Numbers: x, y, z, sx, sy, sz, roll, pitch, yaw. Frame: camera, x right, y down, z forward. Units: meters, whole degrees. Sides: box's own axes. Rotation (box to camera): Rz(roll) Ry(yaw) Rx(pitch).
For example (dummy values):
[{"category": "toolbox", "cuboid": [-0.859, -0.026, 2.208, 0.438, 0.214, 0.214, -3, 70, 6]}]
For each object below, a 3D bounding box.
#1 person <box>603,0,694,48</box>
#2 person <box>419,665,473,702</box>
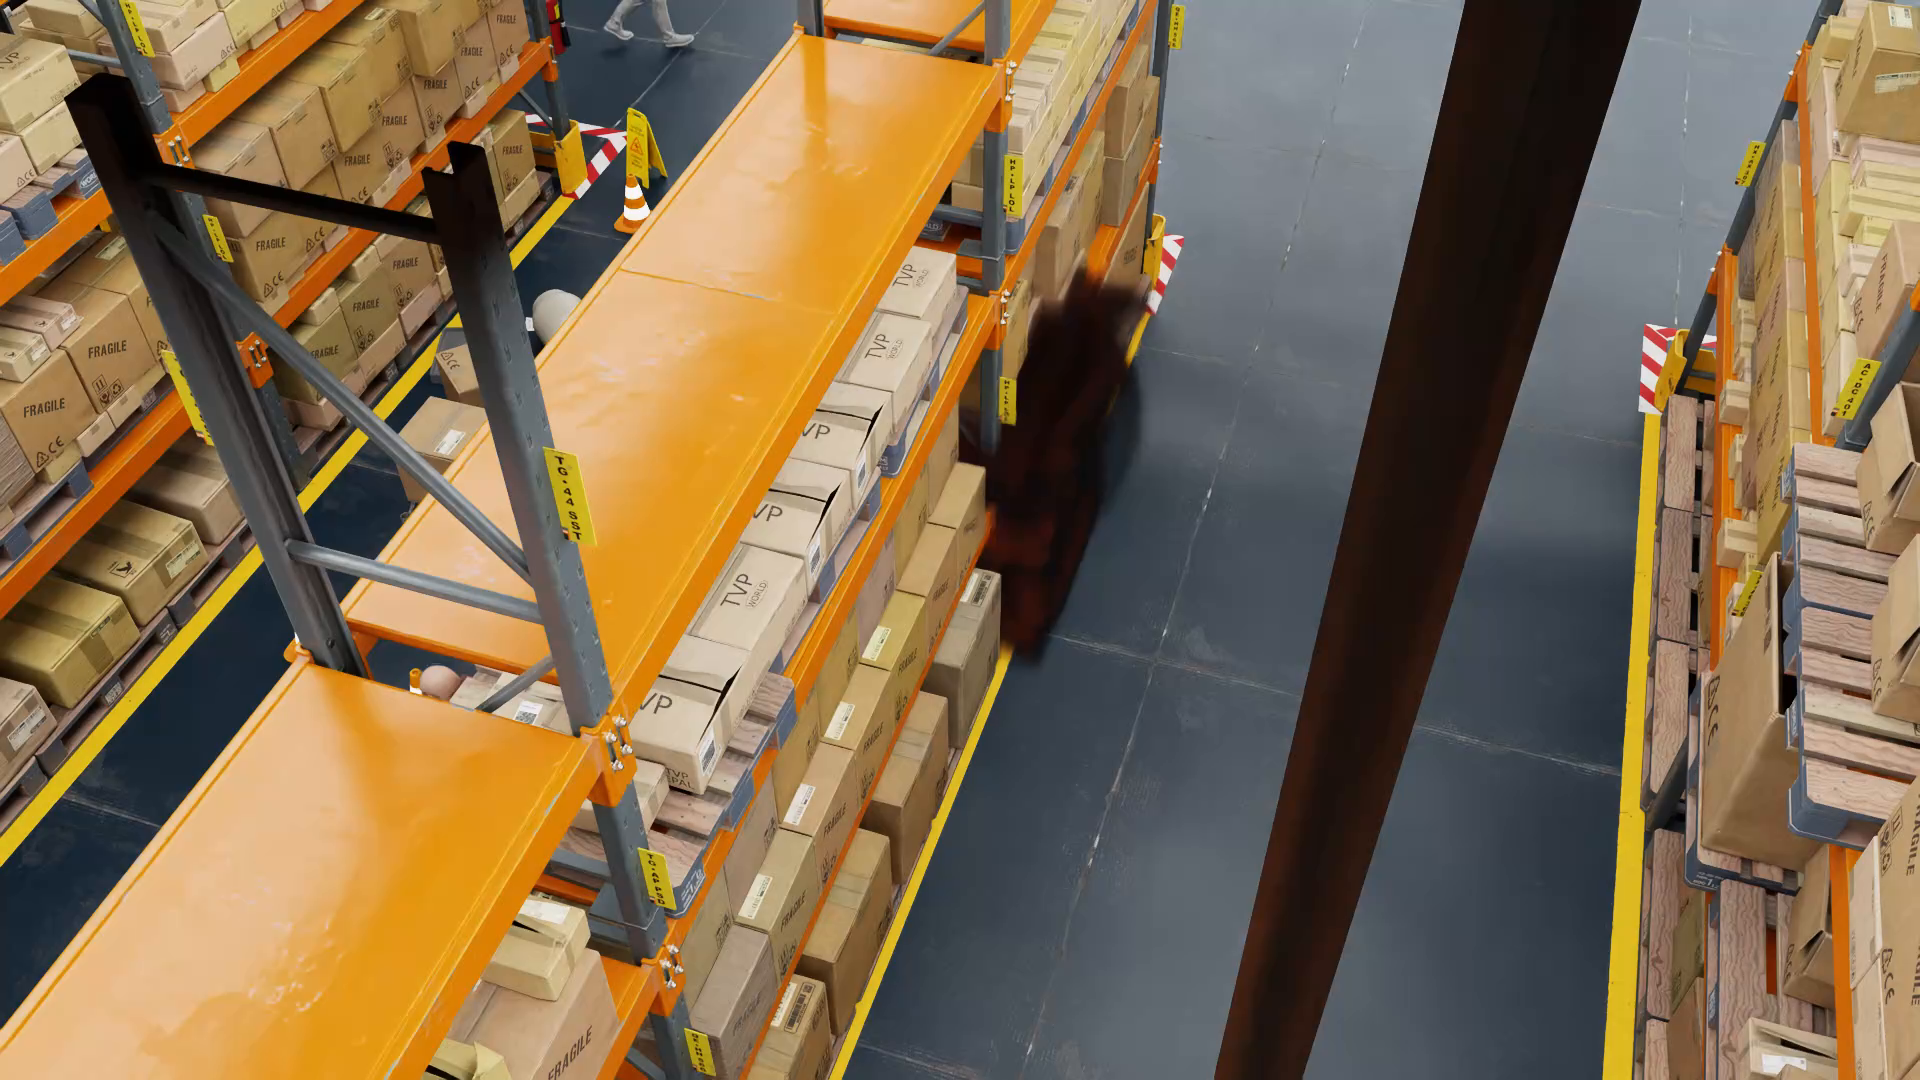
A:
[{"category": "person", "cuboid": [-2.920, -5.242, 15.109, 0.814, 1.642, 0.465, -11, 47, -11]}, {"category": "person", "cuboid": [-2.526, 1.272, 8.647, 0.446, 1.797, 0.664, 23, 50, 21]}]
